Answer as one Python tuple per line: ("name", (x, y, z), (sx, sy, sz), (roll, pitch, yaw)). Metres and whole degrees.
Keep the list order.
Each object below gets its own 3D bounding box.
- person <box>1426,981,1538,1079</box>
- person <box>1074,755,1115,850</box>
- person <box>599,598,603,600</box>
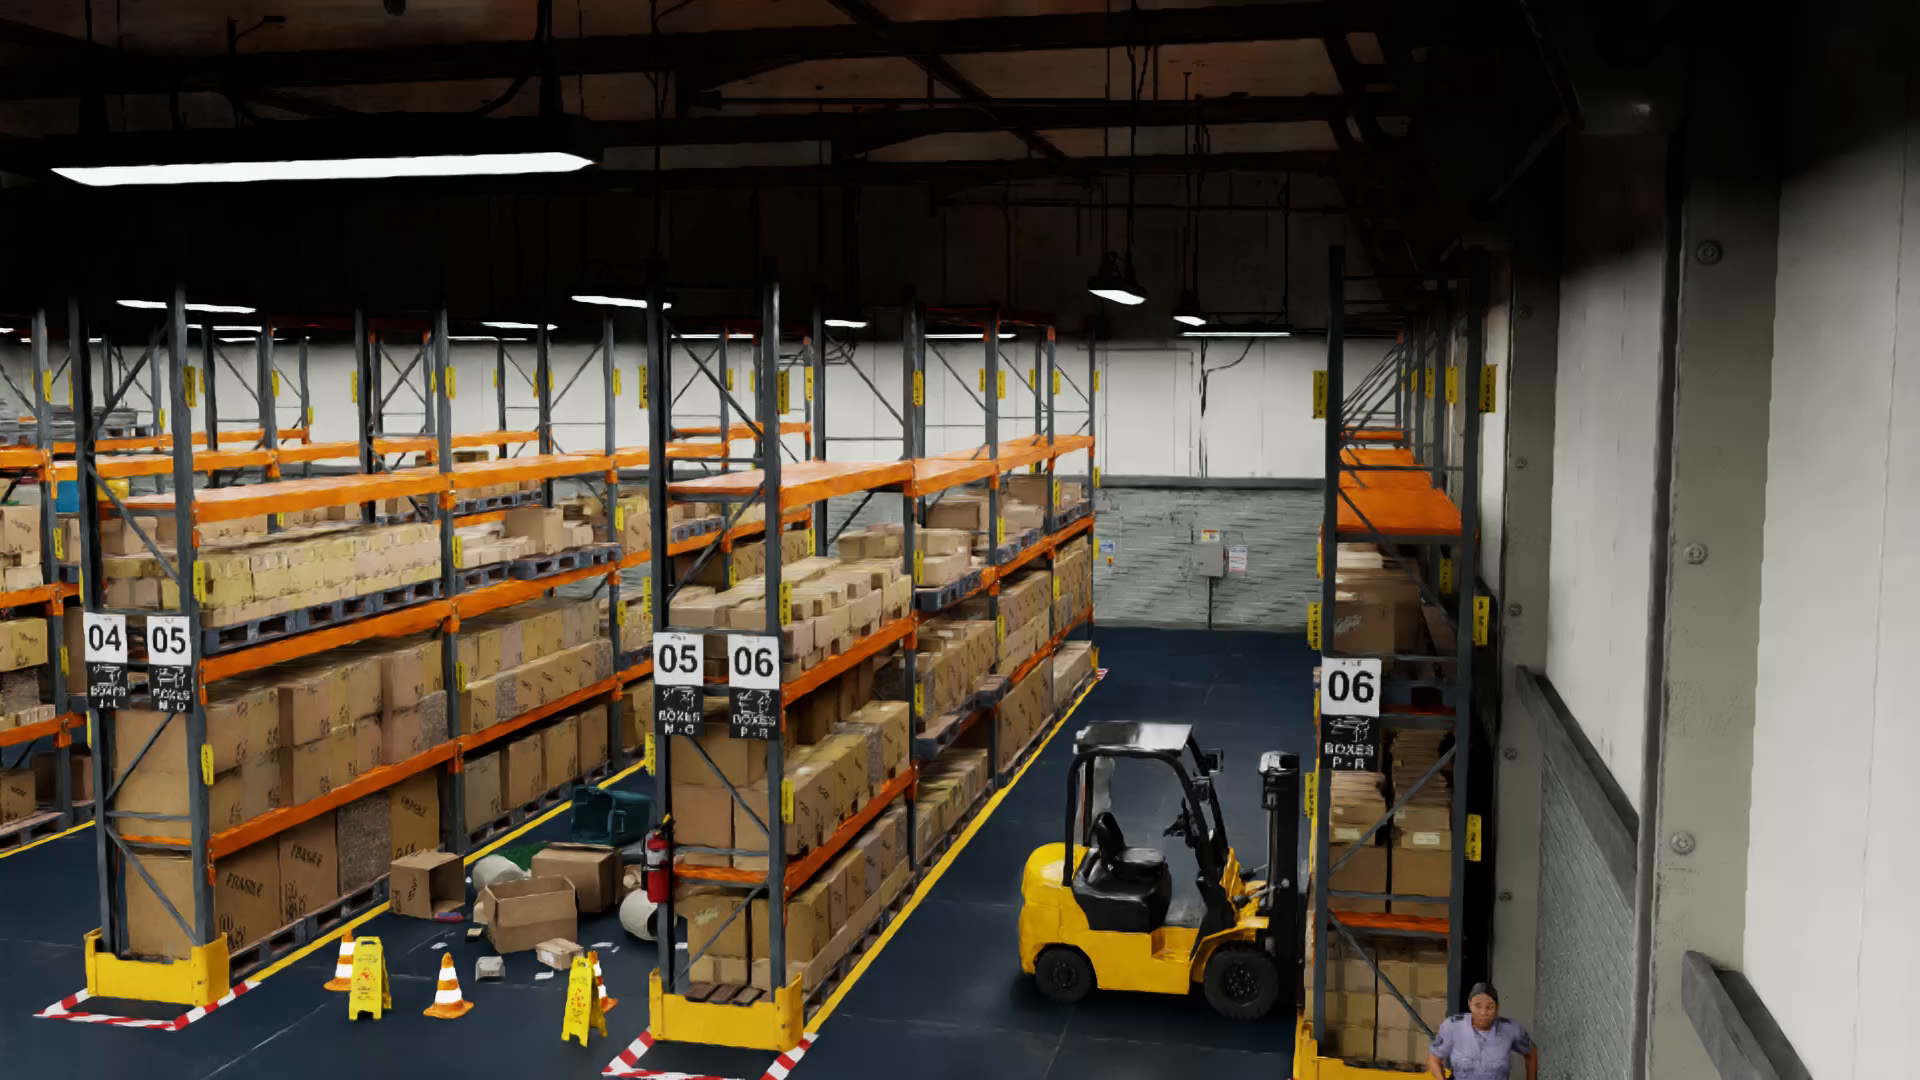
("person", (3.111, 3.379, 9.940), (0.635, 1.588, 0.800), (2, 6, 19))
("person", (1.287, 2.681, 16.353), (0.578, 1.666, 0.415), (-5, 8, -41))
("person", (-5.572, 1.712, 25.999), (0.681, 1.658, 0.853), (2, 6, 18))
